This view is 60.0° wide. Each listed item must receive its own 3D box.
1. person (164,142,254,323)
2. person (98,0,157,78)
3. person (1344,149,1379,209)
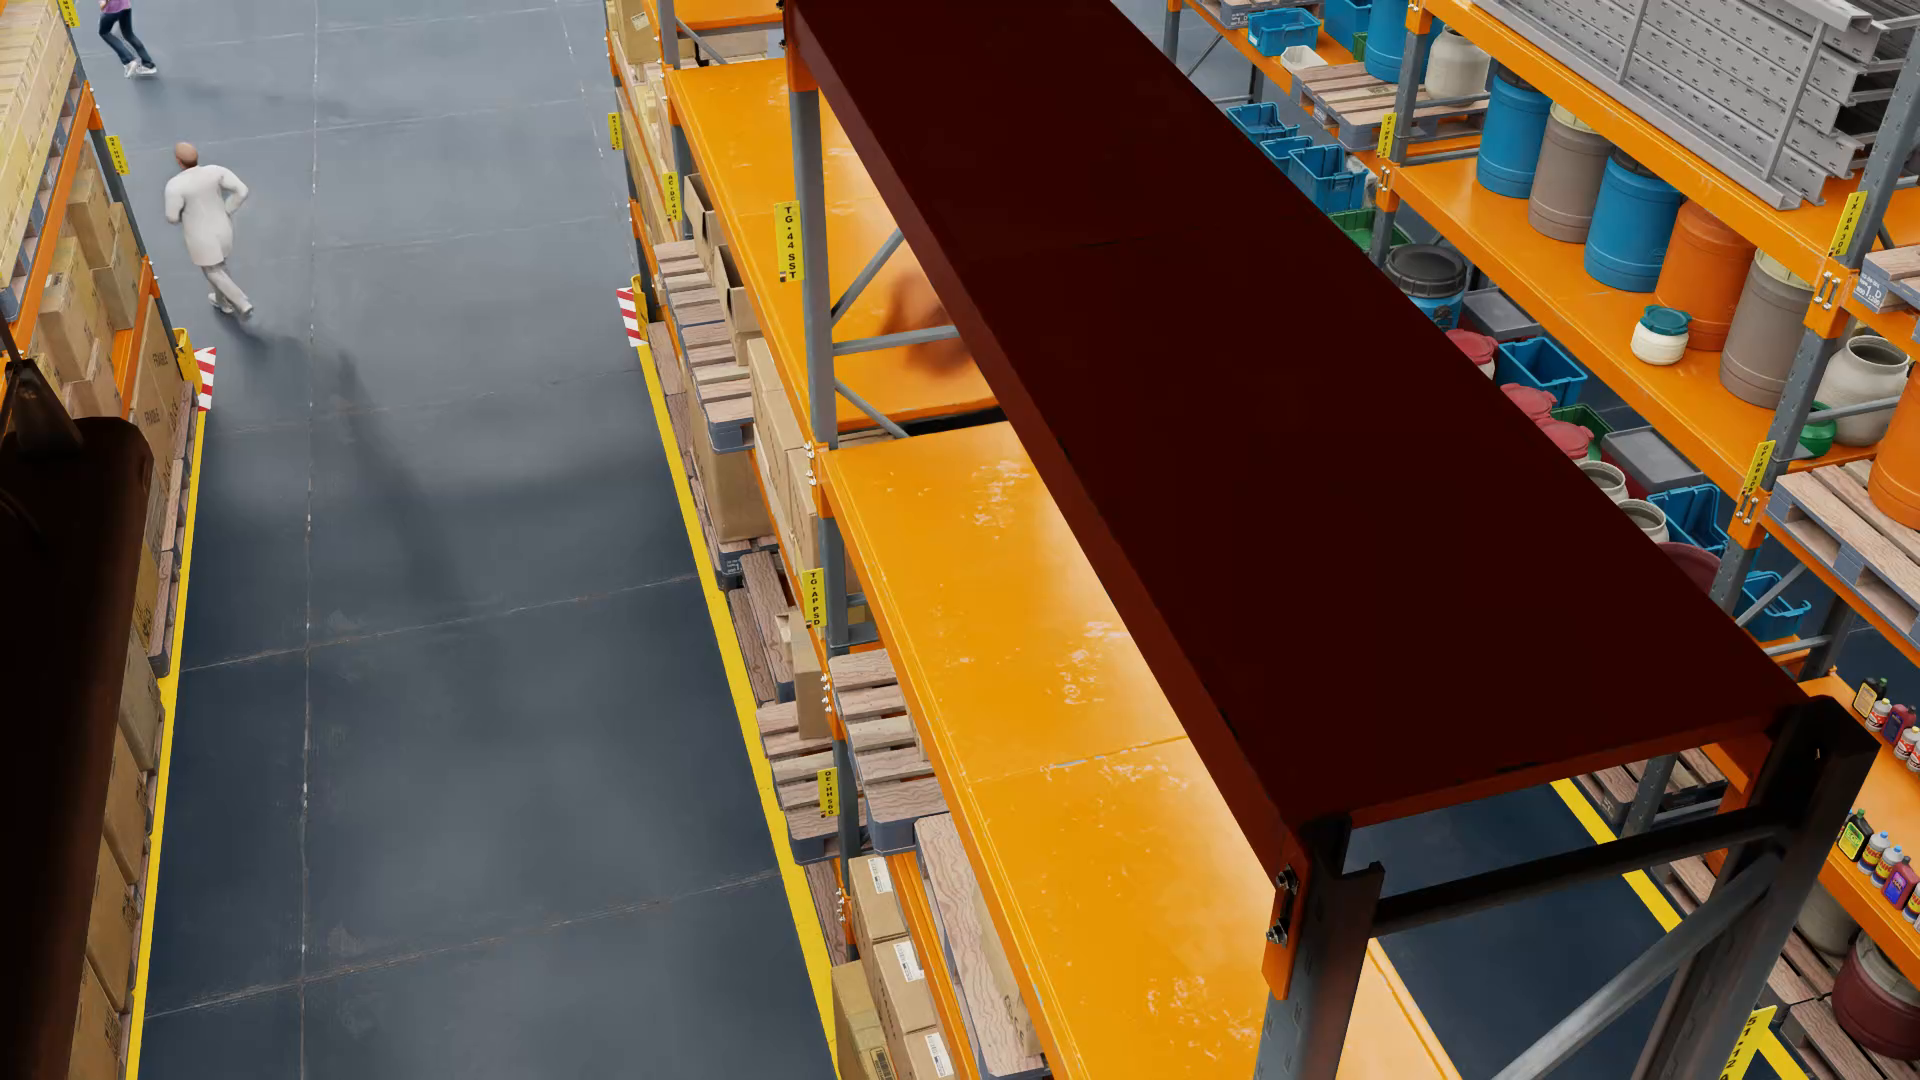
[{"bbox_3d":[-6.701,-2.746,14.860,0.950,1.746,0.732,29,47,31],"label":"person"},{"bbox_3d":[-9.827,-6.148,19.317,0.625,1.590,0.515,11,40,14],"label":"person"},{"bbox_3d":[3.886,-3.526,15.864,0.659,1.790,0.659,-15,41,-18],"label":"person"}]
